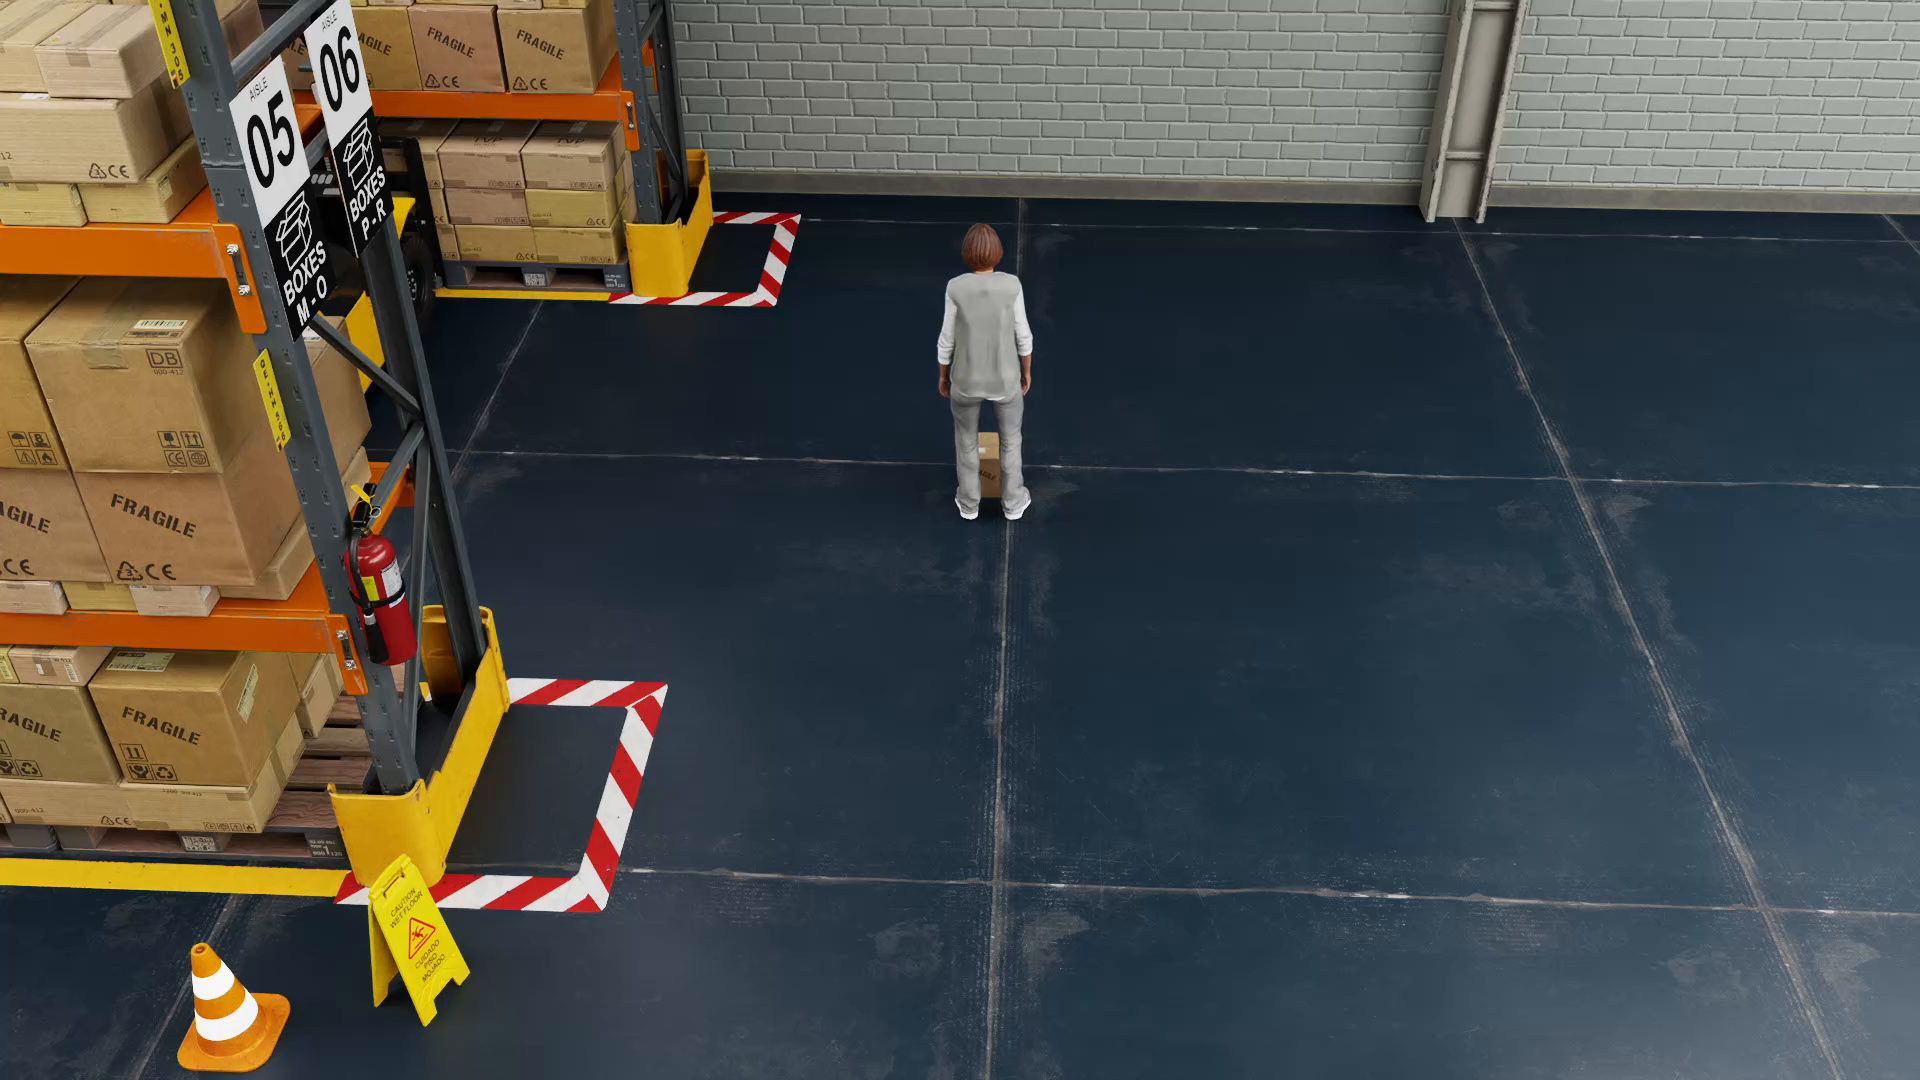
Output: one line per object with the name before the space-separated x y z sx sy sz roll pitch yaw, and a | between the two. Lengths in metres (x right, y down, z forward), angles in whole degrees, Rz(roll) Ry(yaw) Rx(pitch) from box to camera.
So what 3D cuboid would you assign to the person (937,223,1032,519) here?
person | 0.129 -0.794 8.208 0.484 1.592 0.347 -1 36 -1
